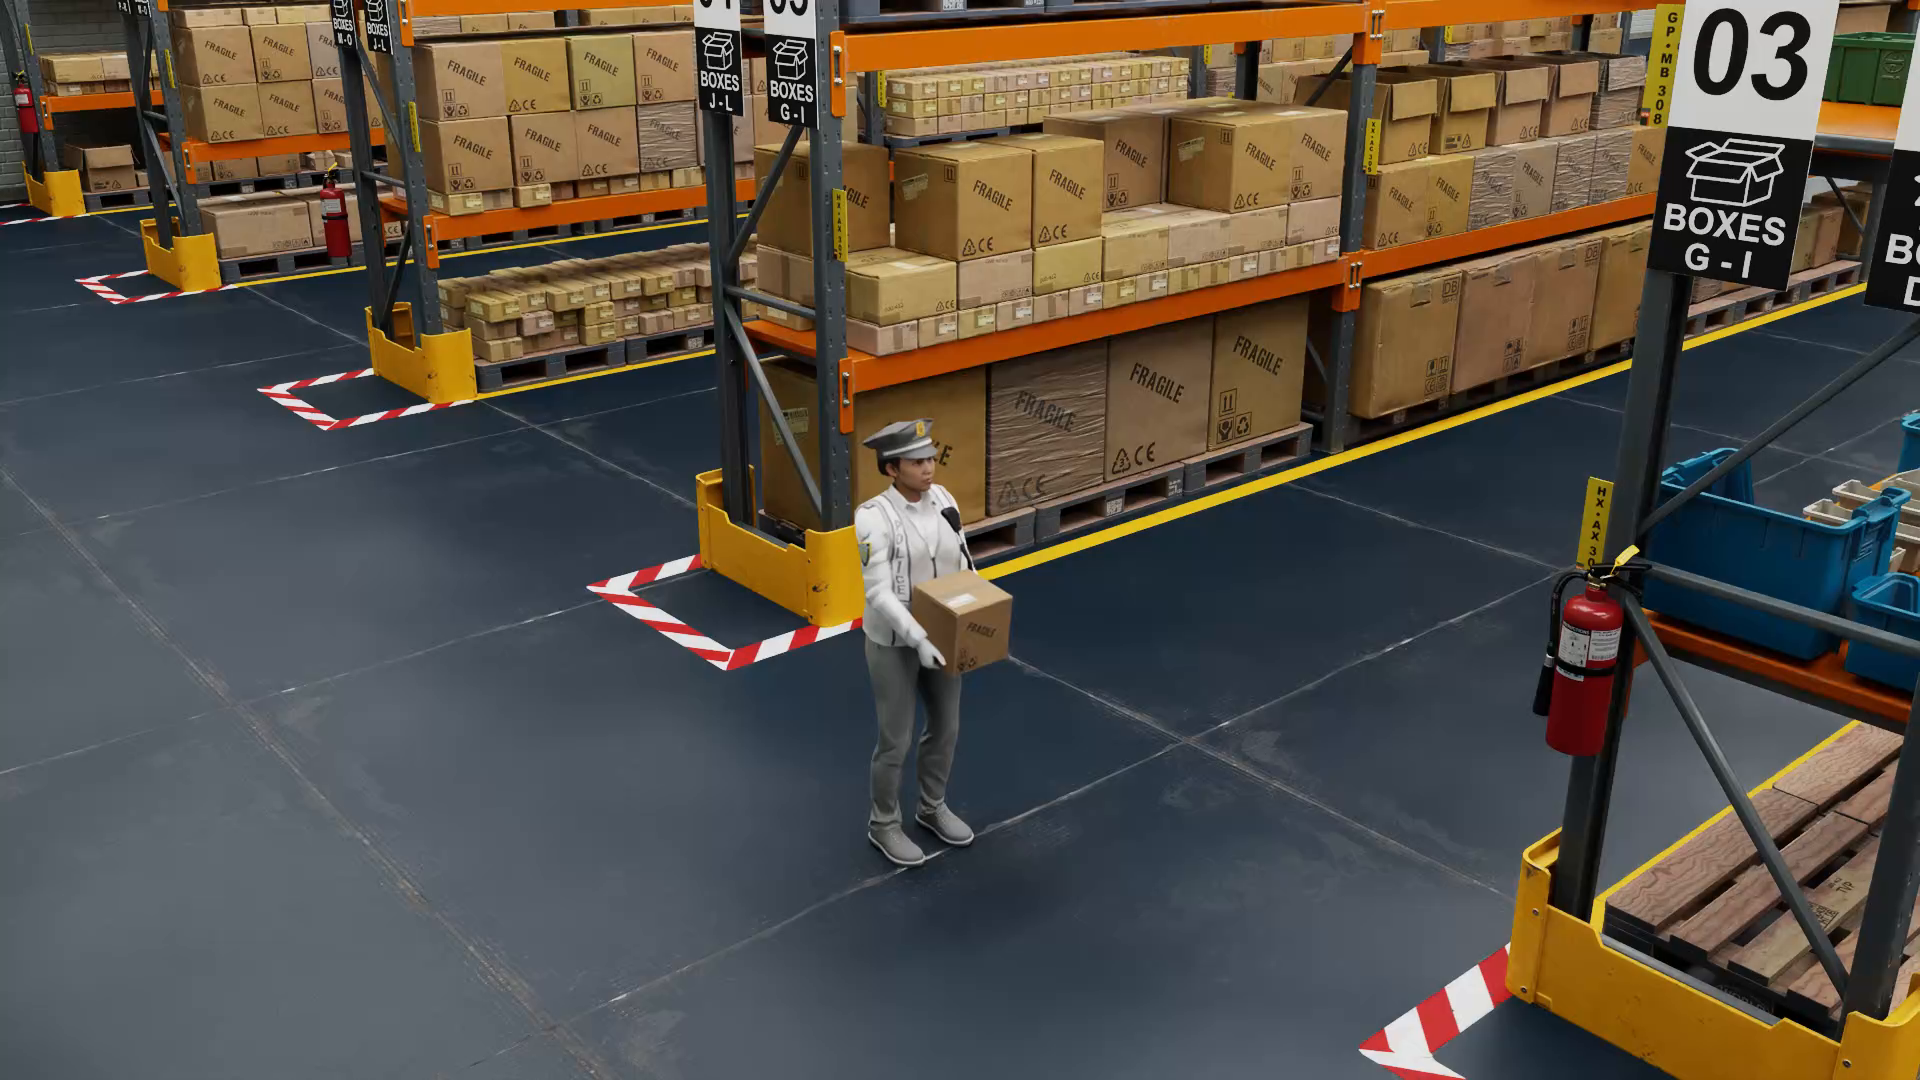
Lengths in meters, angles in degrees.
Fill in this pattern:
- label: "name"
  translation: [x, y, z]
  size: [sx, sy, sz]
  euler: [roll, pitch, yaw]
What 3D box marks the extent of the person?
- label: "person"
  translation: [-0.120, 0.389, 6.046]
  size: [0.459, 1.687, 0.541]
  euler: [-17, 27, -36]
